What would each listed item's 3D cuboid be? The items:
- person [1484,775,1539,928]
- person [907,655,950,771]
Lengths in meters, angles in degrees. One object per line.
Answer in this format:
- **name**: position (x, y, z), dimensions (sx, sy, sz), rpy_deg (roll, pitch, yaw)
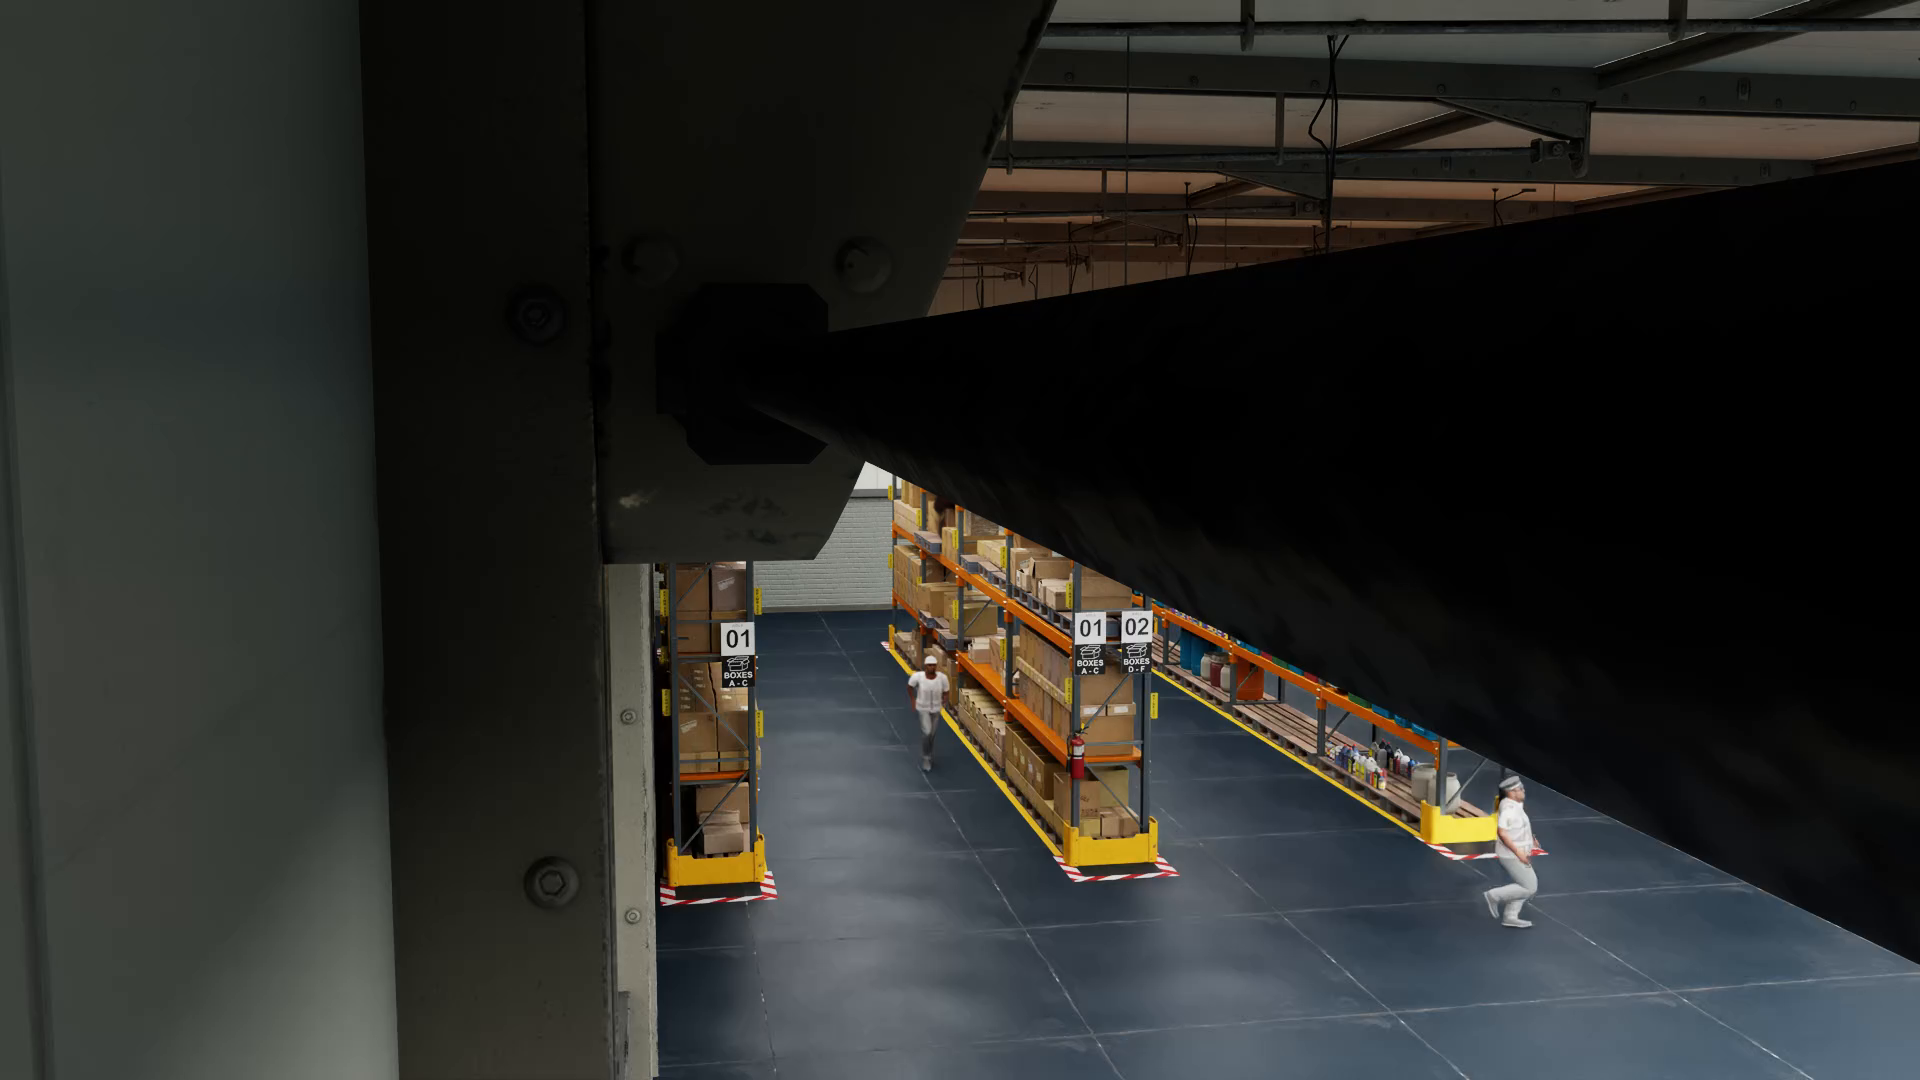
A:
- **person**: position (6.186, 3.472, 18.557), dimensions (0.547, 1.731, 0.679), rpy_deg (2, 6, 14)
- **person**: position (-0.462, 2.674, 25.894), dimensions (0.606, 1.801, 0.839), rpy_deg (-2, 7, -20)
